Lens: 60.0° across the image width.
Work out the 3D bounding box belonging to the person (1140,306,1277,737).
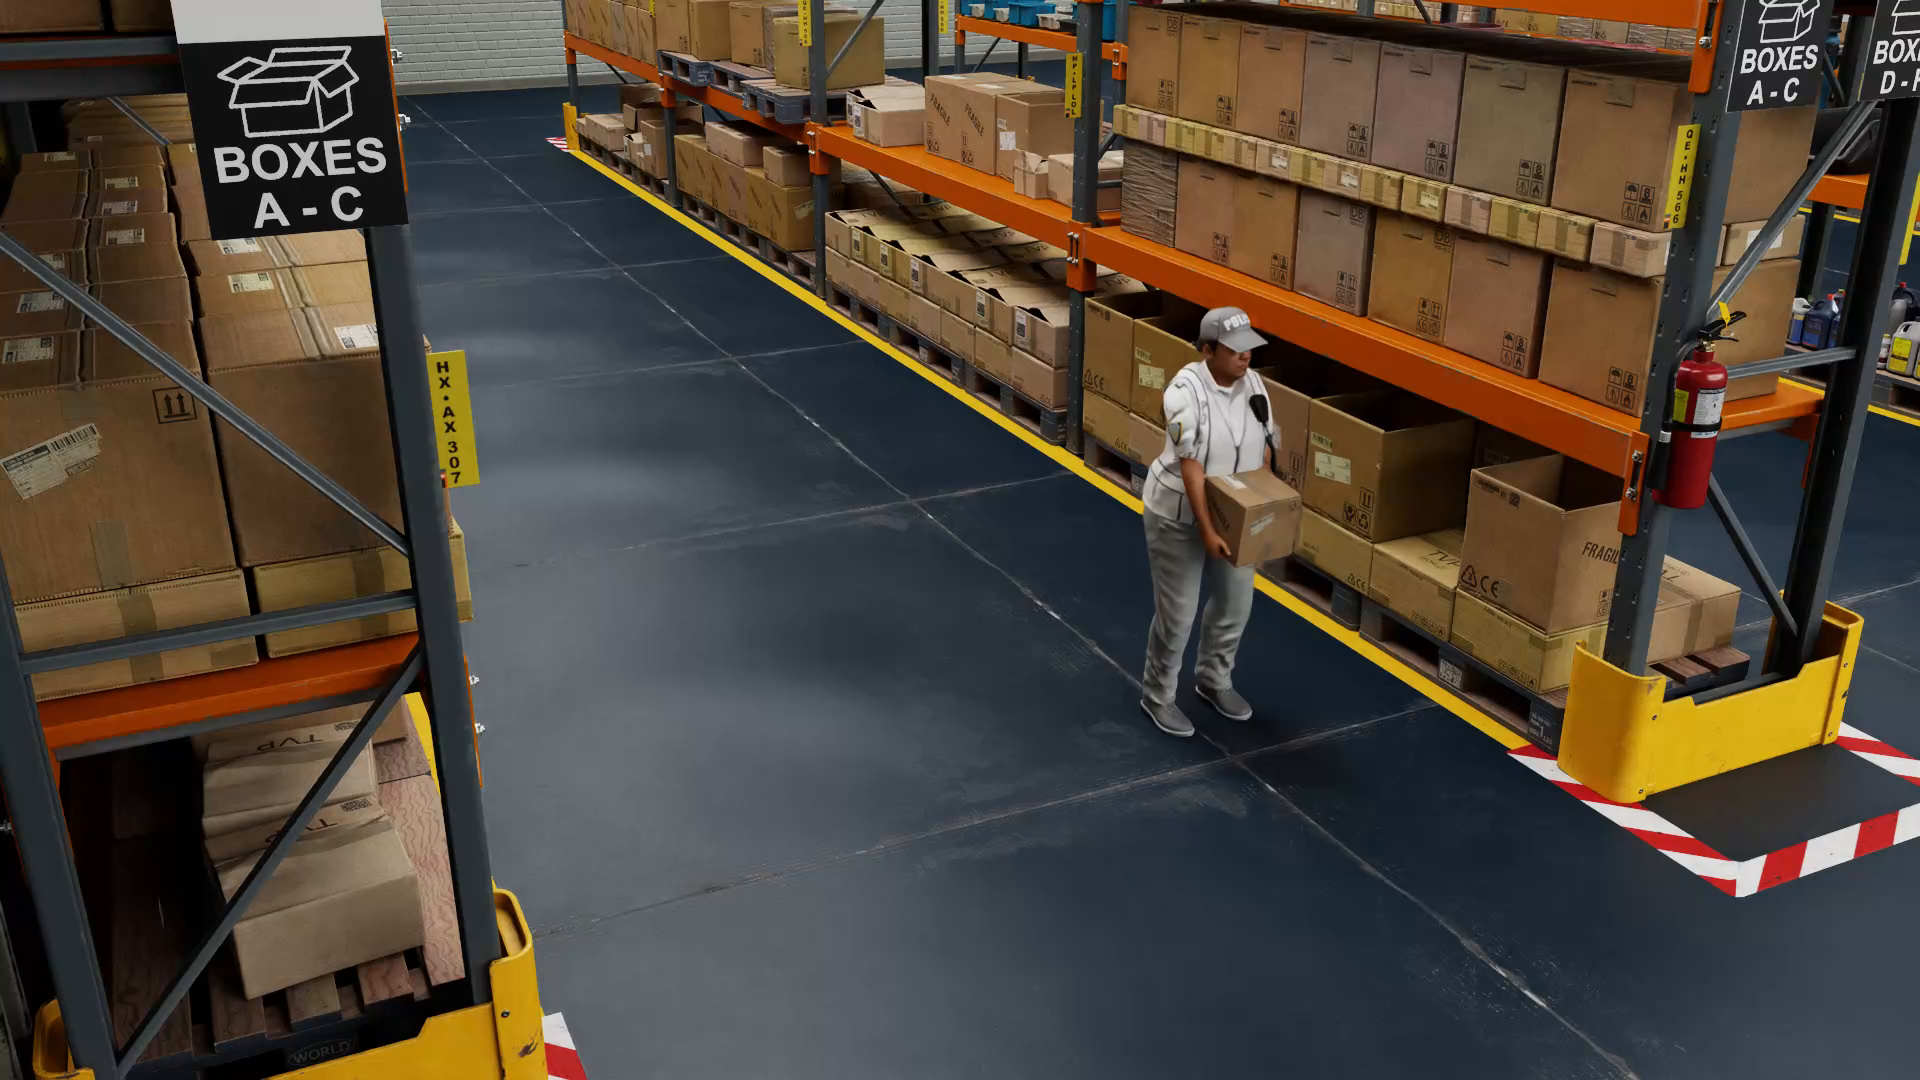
[{"bbox_3d":[0.962,-0.060,6.253,0.452,1.660,0.560,-11,25,-26],"label":"person"}]
